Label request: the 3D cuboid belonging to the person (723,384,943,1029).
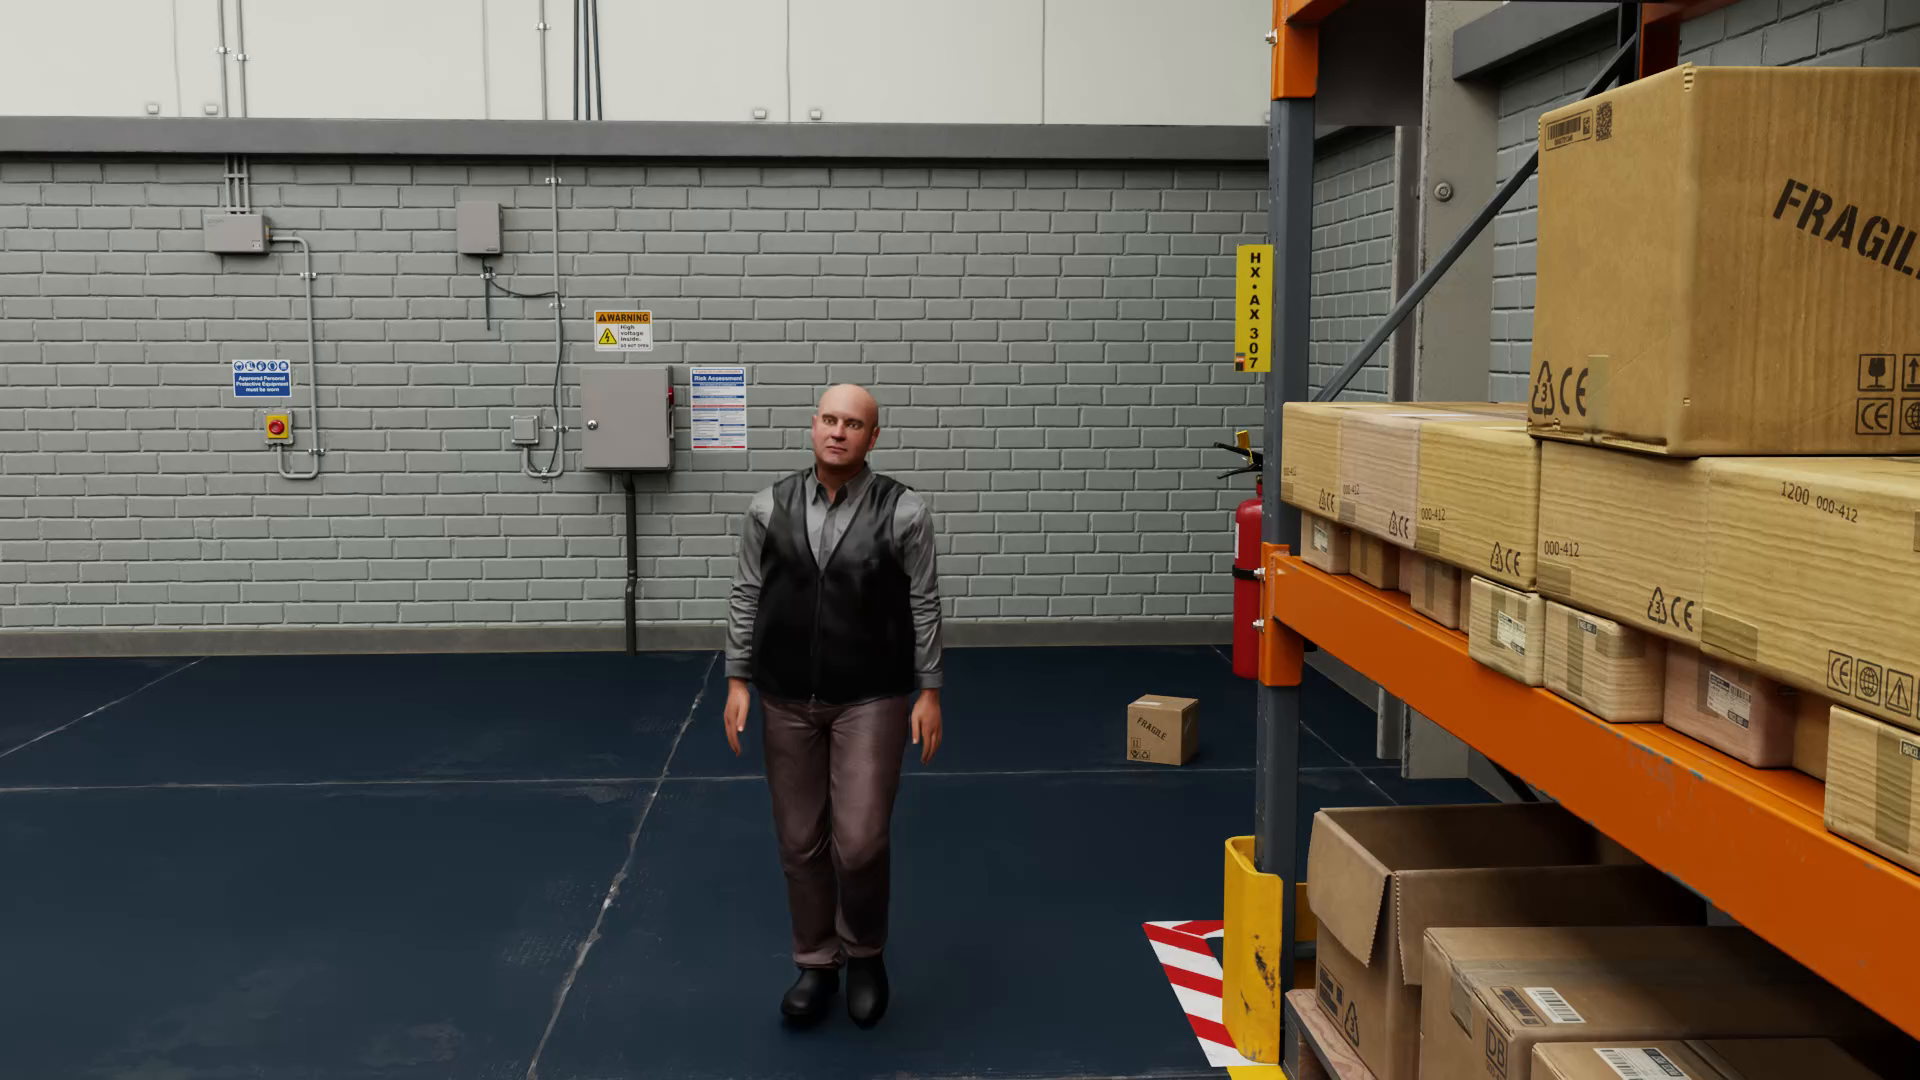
[{"bbox_3d":[-0.352,0.455,4.435,0.577,1.734,0.481,1,7,12],"label":"person"}]
